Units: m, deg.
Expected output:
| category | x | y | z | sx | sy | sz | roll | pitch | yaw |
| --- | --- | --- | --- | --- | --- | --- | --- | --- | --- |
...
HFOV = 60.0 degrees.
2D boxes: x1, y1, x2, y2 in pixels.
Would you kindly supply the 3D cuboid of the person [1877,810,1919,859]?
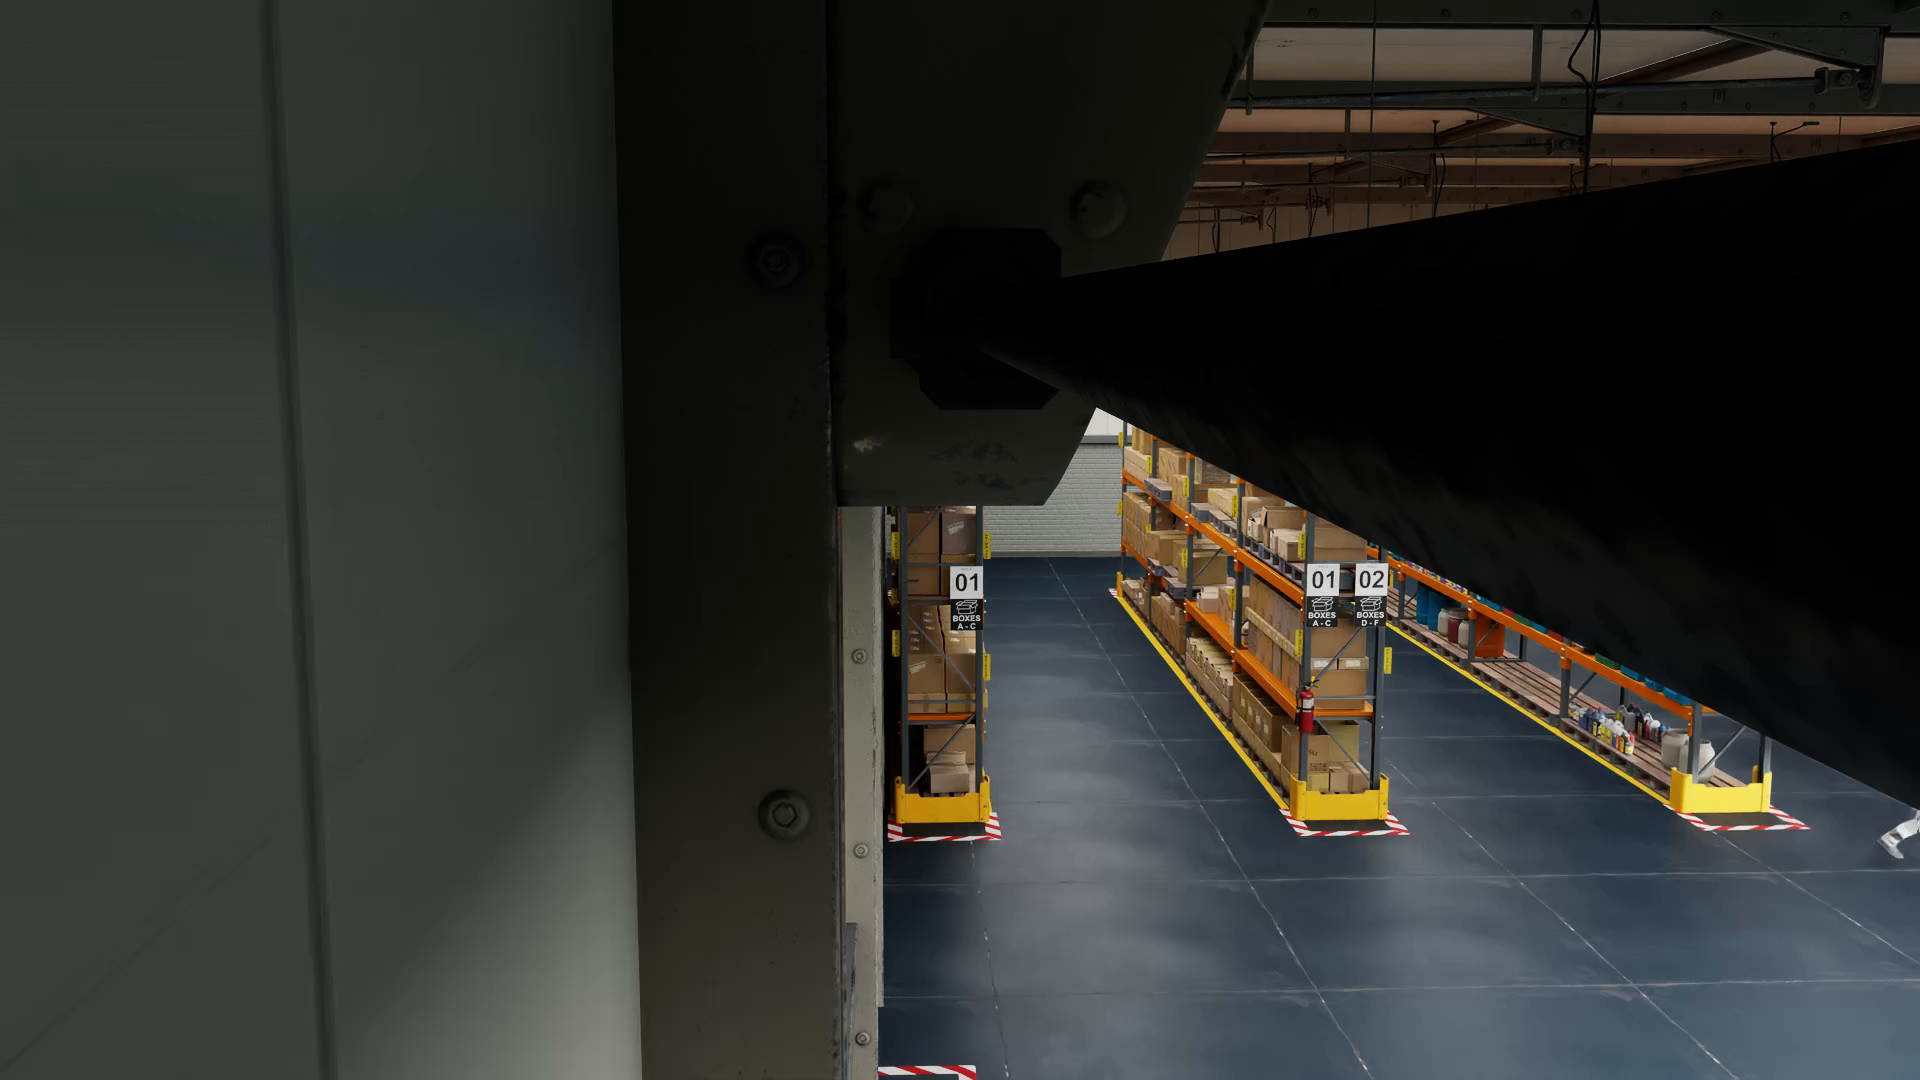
| category | x | y | z | sx | sy | sz | roll | pitch | yaw |
| --- | --- | --- | --- | --- | --- | --- | --- | --- | --- |
| person | 10.893 | 2.845 | 18.714 | 0.912 | 1.849 | 0.690 | 4 | 9 | 27 |
